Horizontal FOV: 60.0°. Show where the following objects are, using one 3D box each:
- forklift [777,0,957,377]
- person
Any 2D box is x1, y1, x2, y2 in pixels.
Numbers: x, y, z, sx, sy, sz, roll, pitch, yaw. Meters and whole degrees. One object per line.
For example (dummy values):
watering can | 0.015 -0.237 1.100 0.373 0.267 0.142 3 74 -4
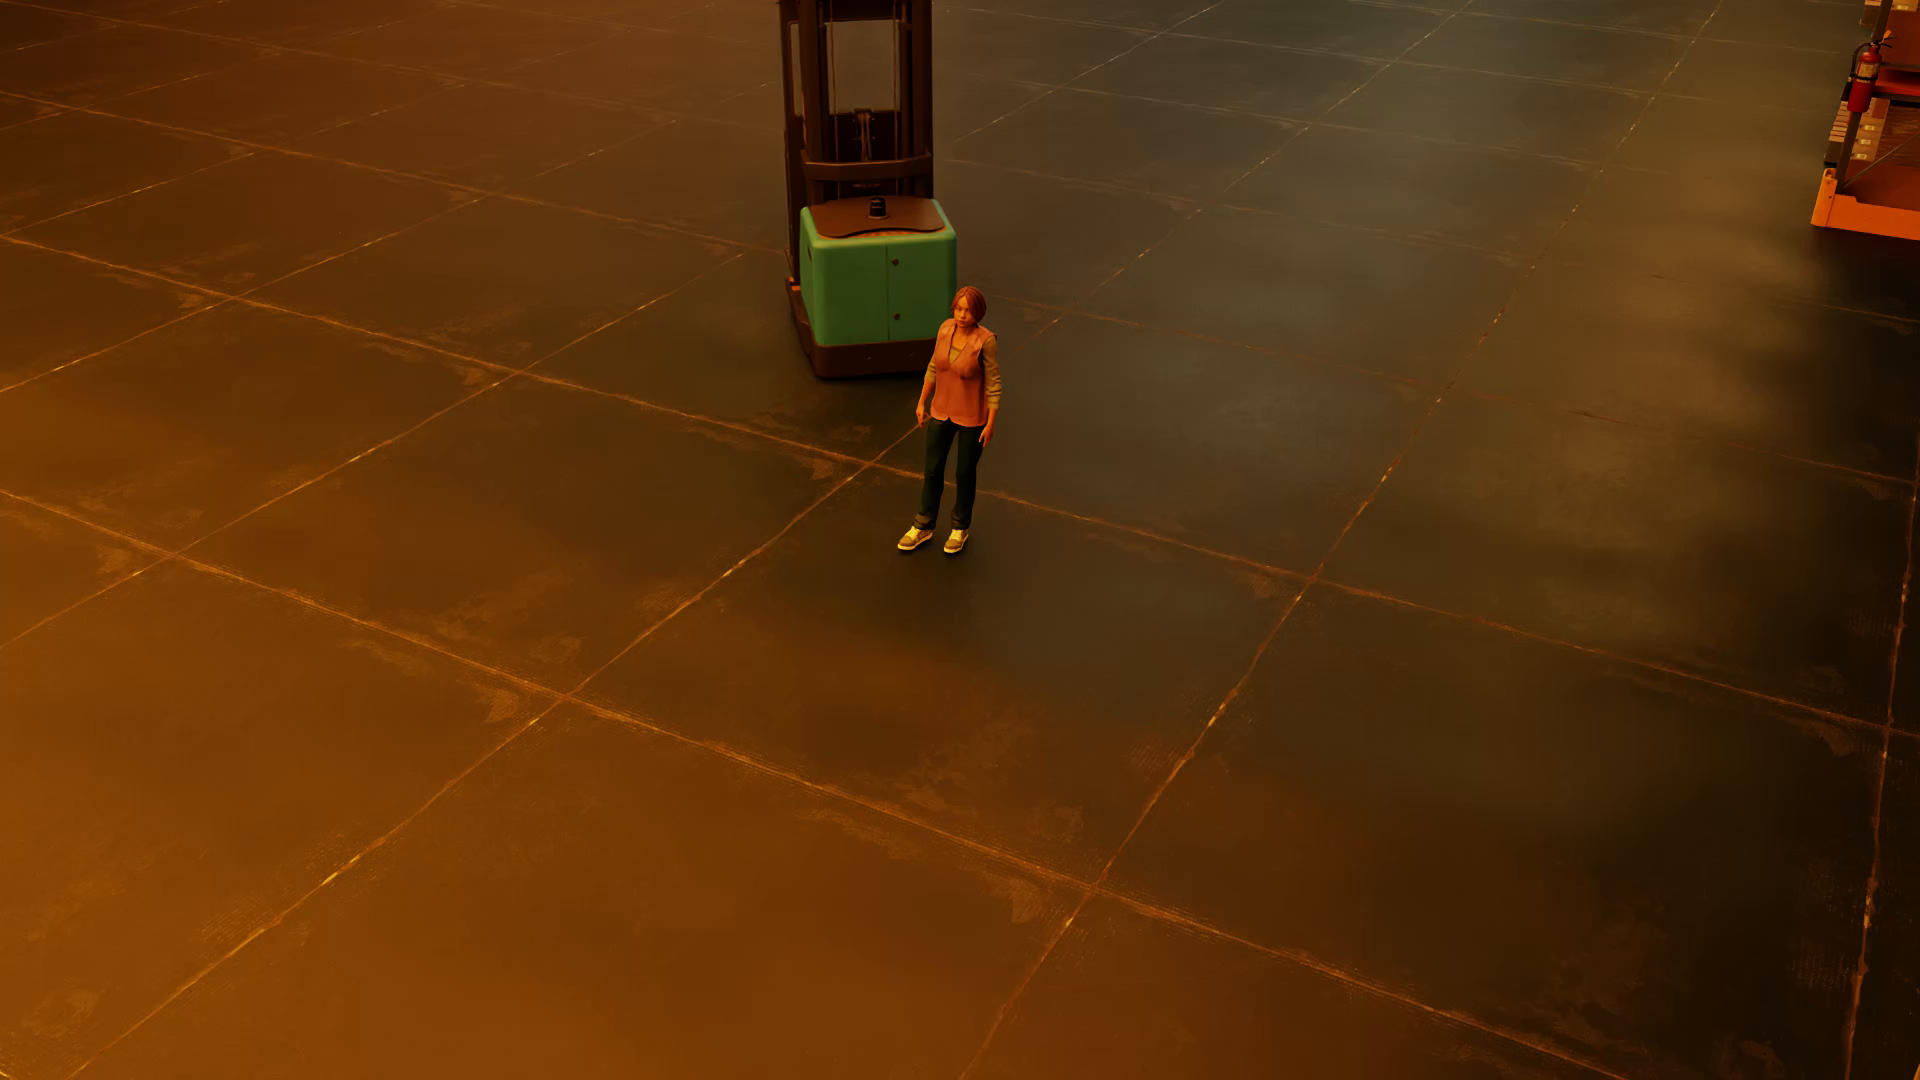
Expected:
forklift | -0.793 -3.150 12.529 1.130 2.935 3.031 -6 30 -10
person | -0.048 -0.668 9.549 0.521 1.599 0.473 15 33 25
